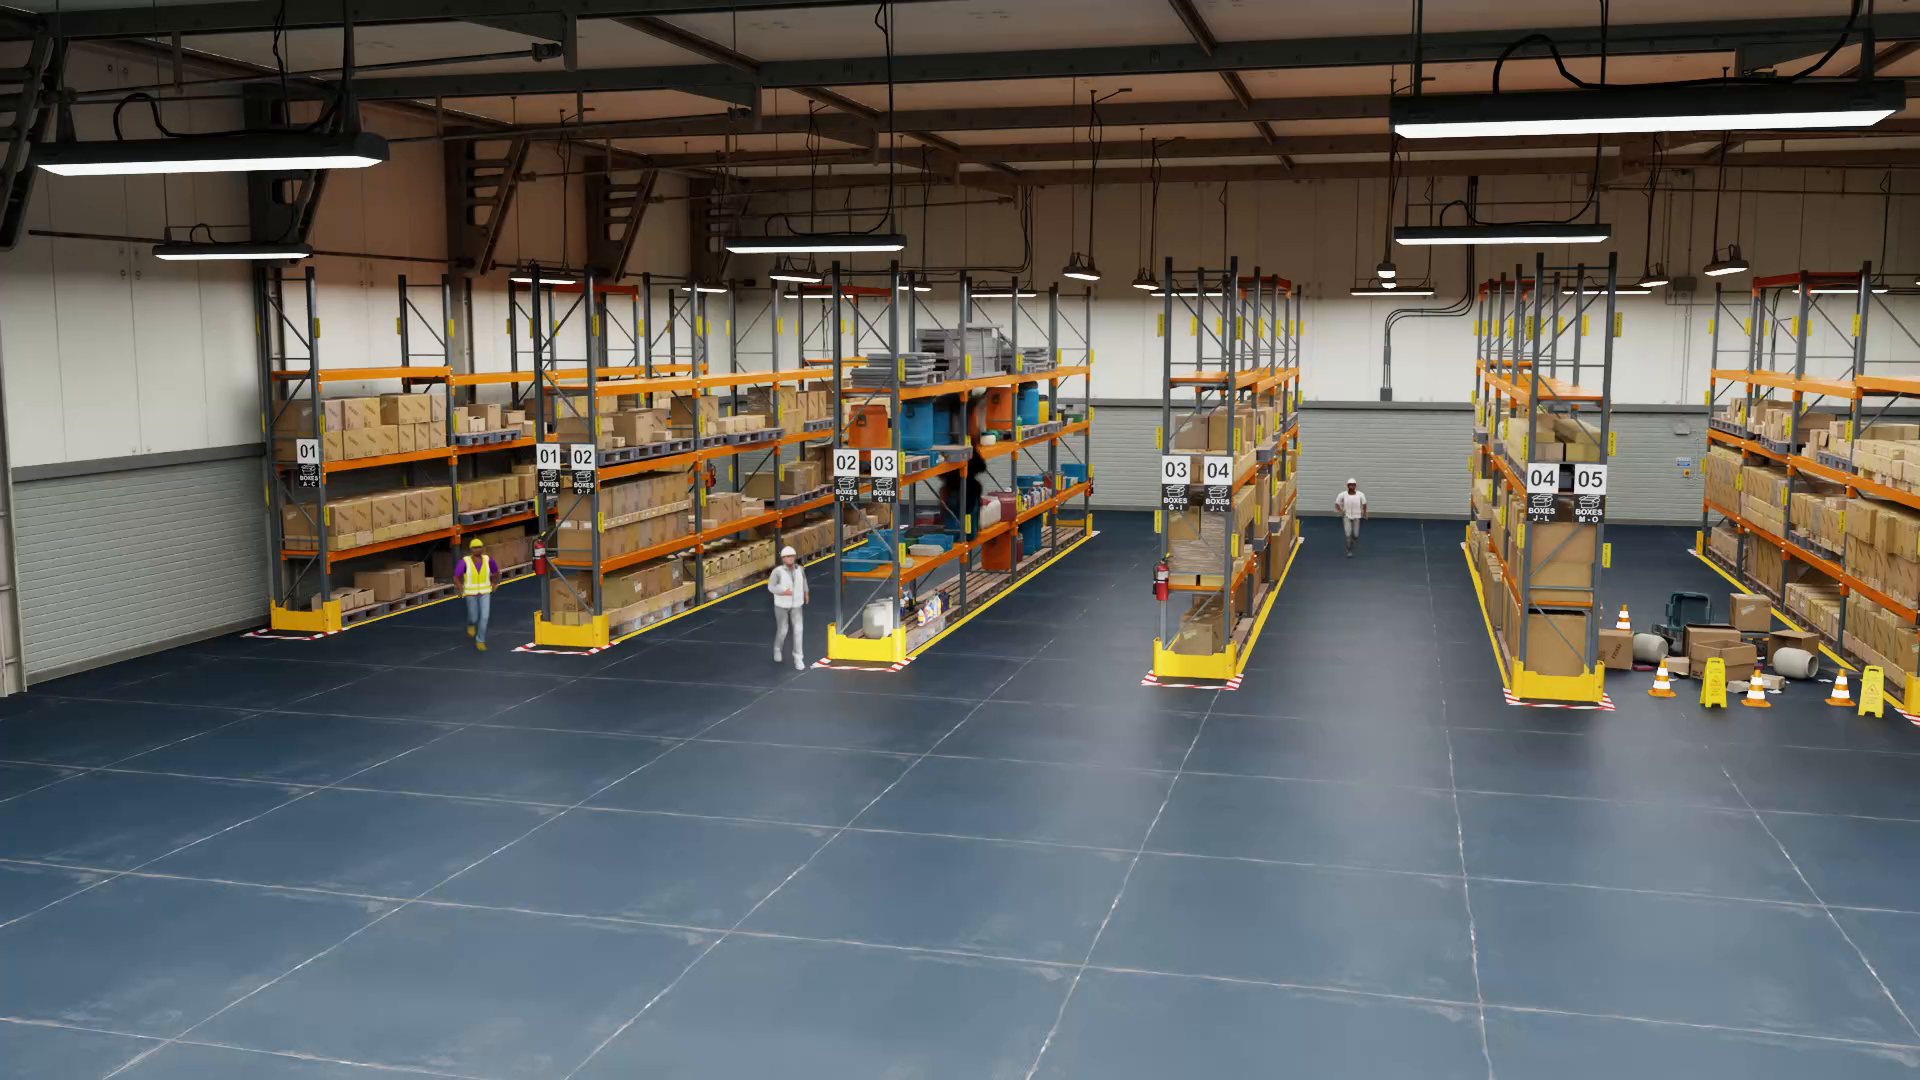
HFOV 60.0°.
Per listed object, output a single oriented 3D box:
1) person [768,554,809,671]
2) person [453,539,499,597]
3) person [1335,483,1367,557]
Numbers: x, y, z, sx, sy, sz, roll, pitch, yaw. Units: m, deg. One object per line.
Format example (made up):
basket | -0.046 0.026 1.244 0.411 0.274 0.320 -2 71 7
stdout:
person | -2.548 1.022 24.734 0.670 1.776 0.821 -3 8 -24
person | -7.568 0.430 26.095 0.713 0.886 0.442 -3 8 -25
person | 8.624 -0.475 36.682 0.703 1.685 0.587 1 7 7
